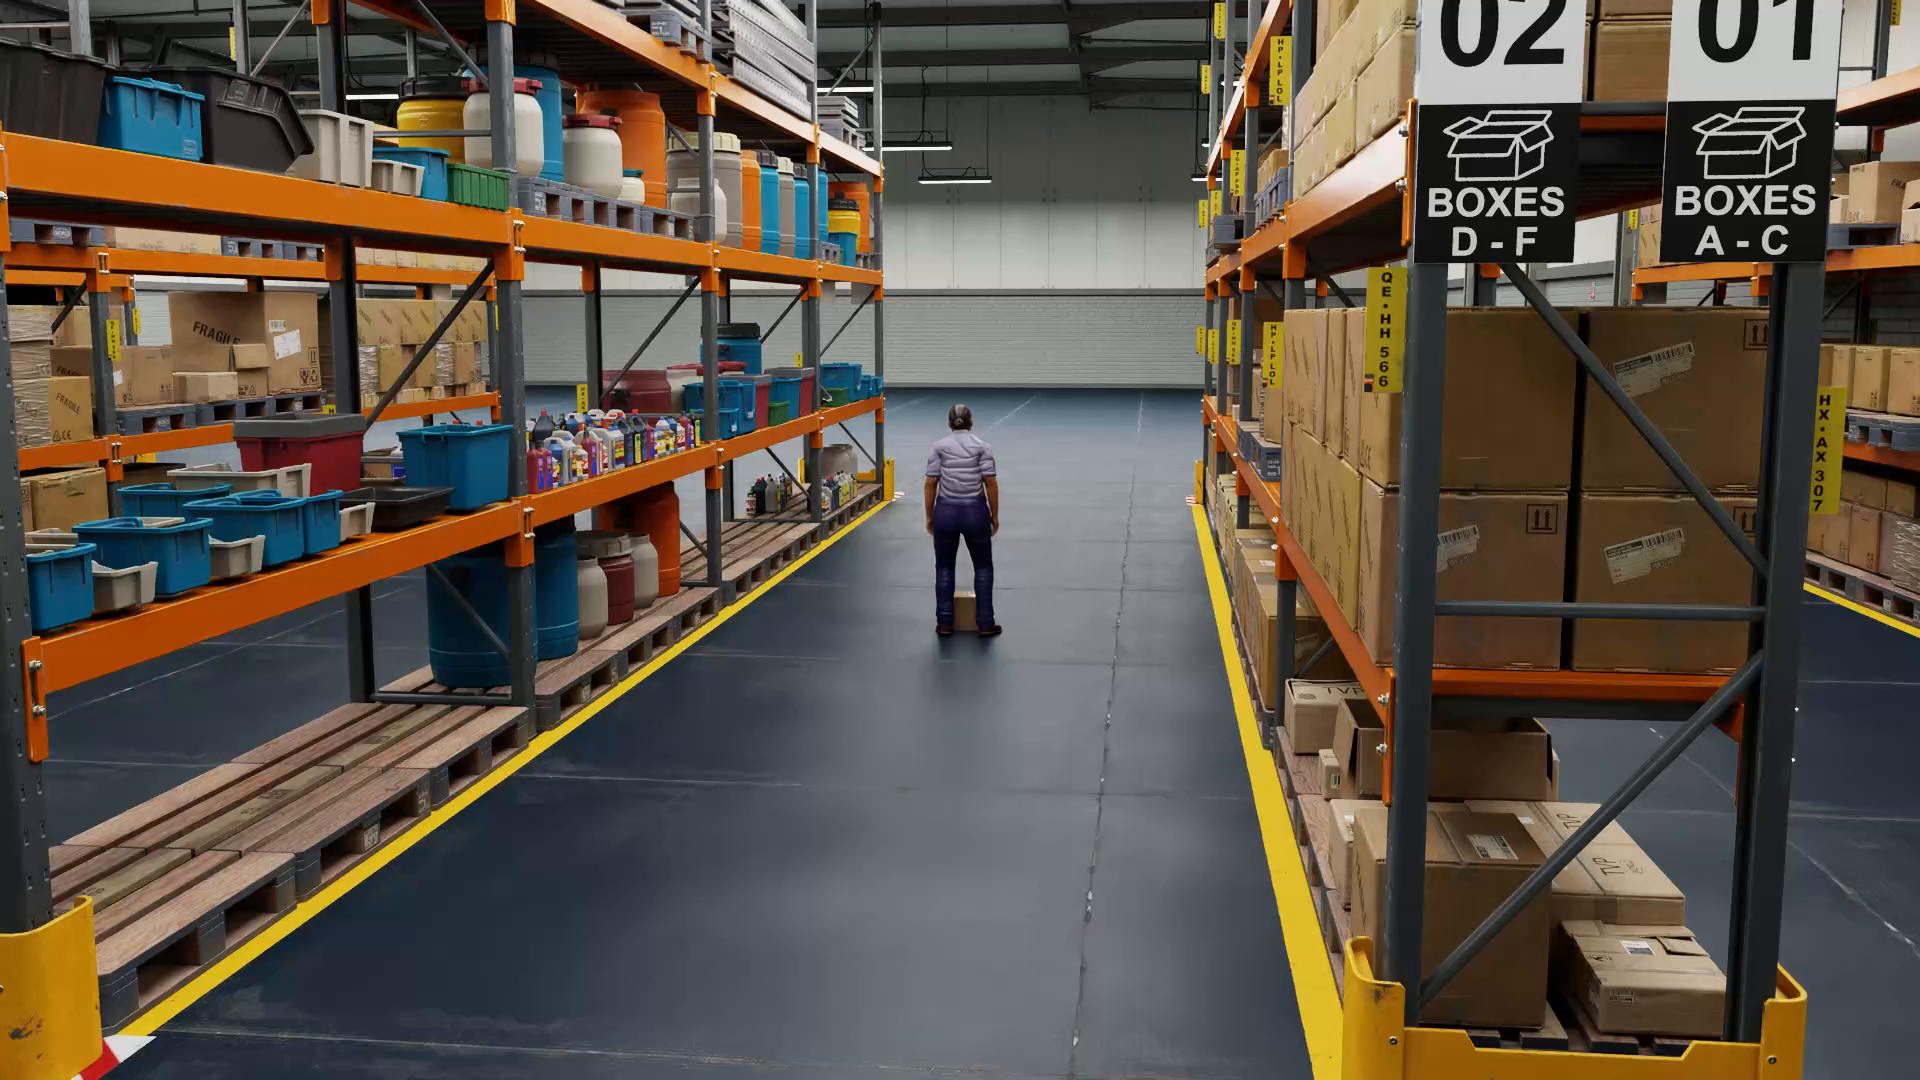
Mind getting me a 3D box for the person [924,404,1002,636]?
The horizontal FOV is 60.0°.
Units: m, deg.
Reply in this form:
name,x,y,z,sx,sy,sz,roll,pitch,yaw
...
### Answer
name,x,y,z,sx,sy,sz,roll,pitch,yaw
person,0.023,-0.141,11.870,0.547,1.651,0.367,1,8,5
